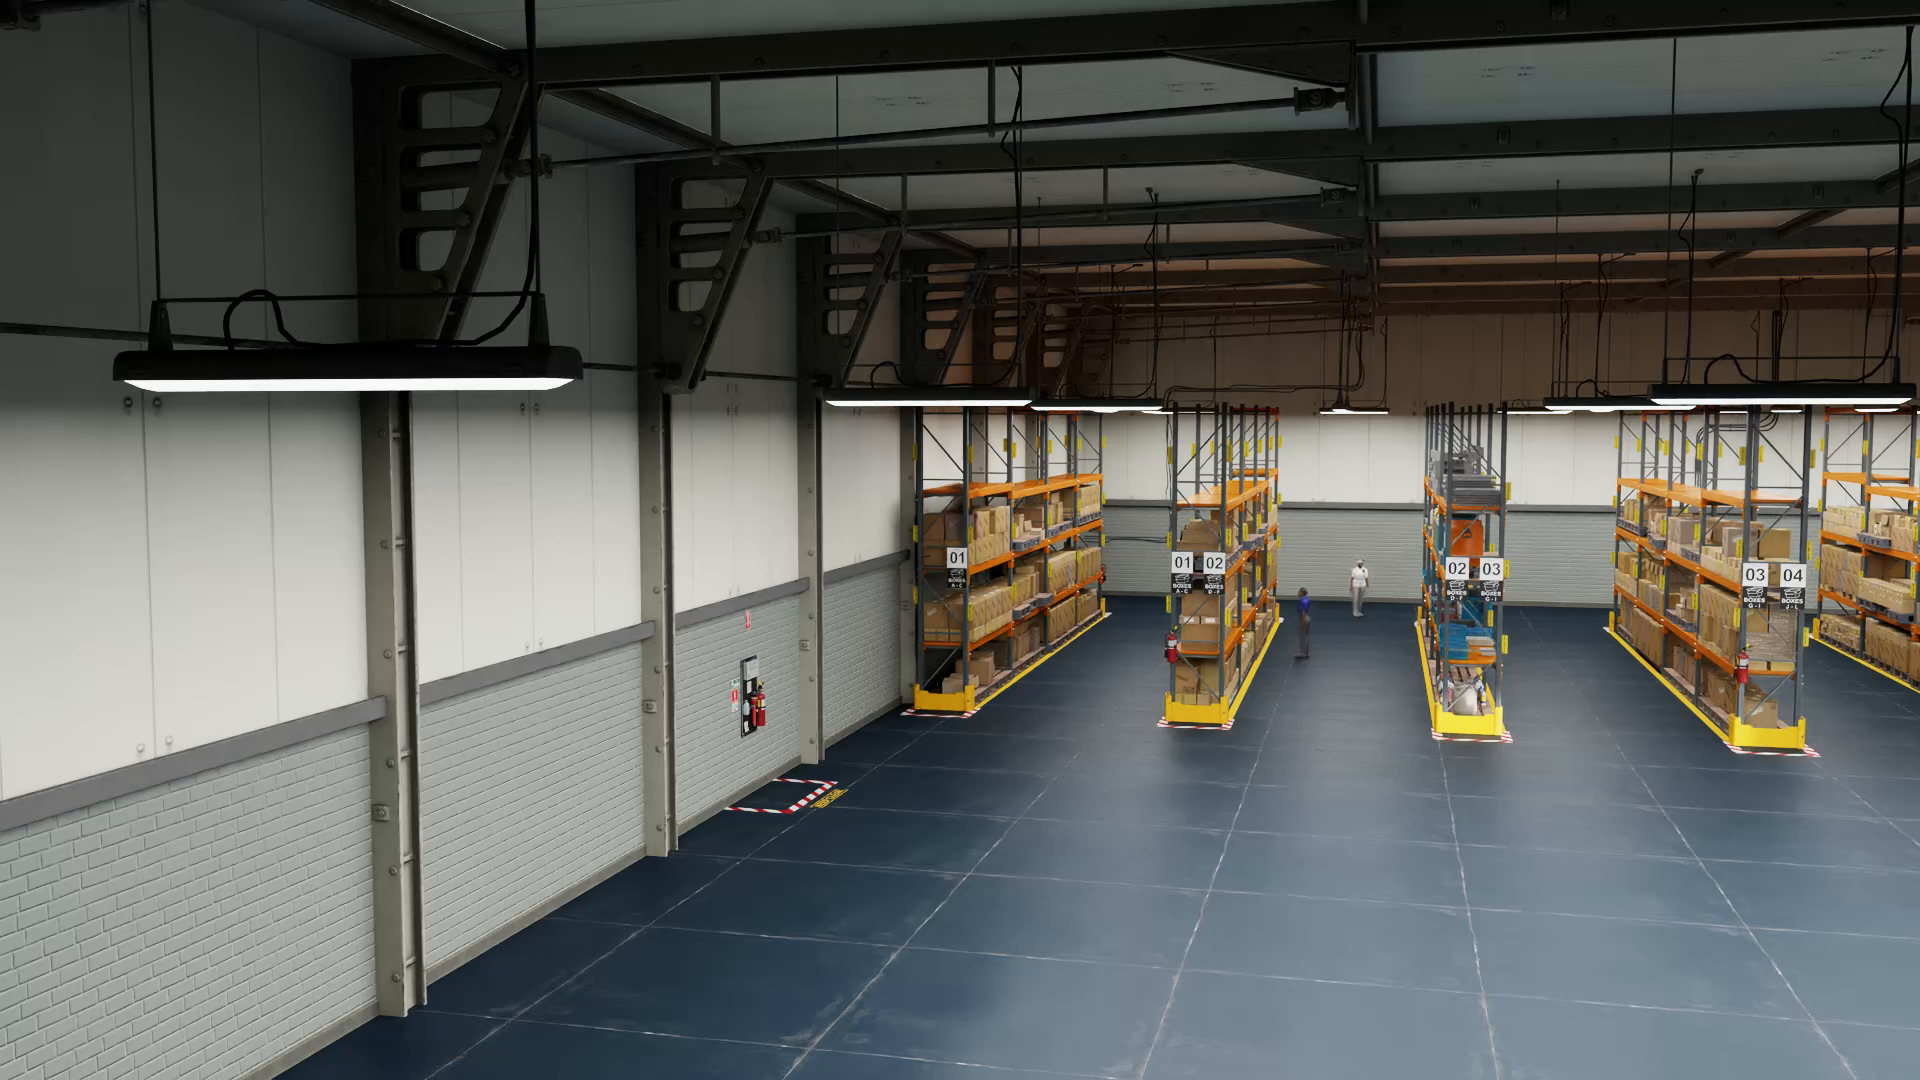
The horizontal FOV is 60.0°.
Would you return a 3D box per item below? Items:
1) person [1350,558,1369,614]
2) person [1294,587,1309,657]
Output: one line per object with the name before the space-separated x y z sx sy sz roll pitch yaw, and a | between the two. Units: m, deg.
person | 11.492 1.328 47.837 0.497 1.611 0.453 -1 4 -8
person | 8.160 1.978 39.686 0.363 1.635 0.528 1 4 11
